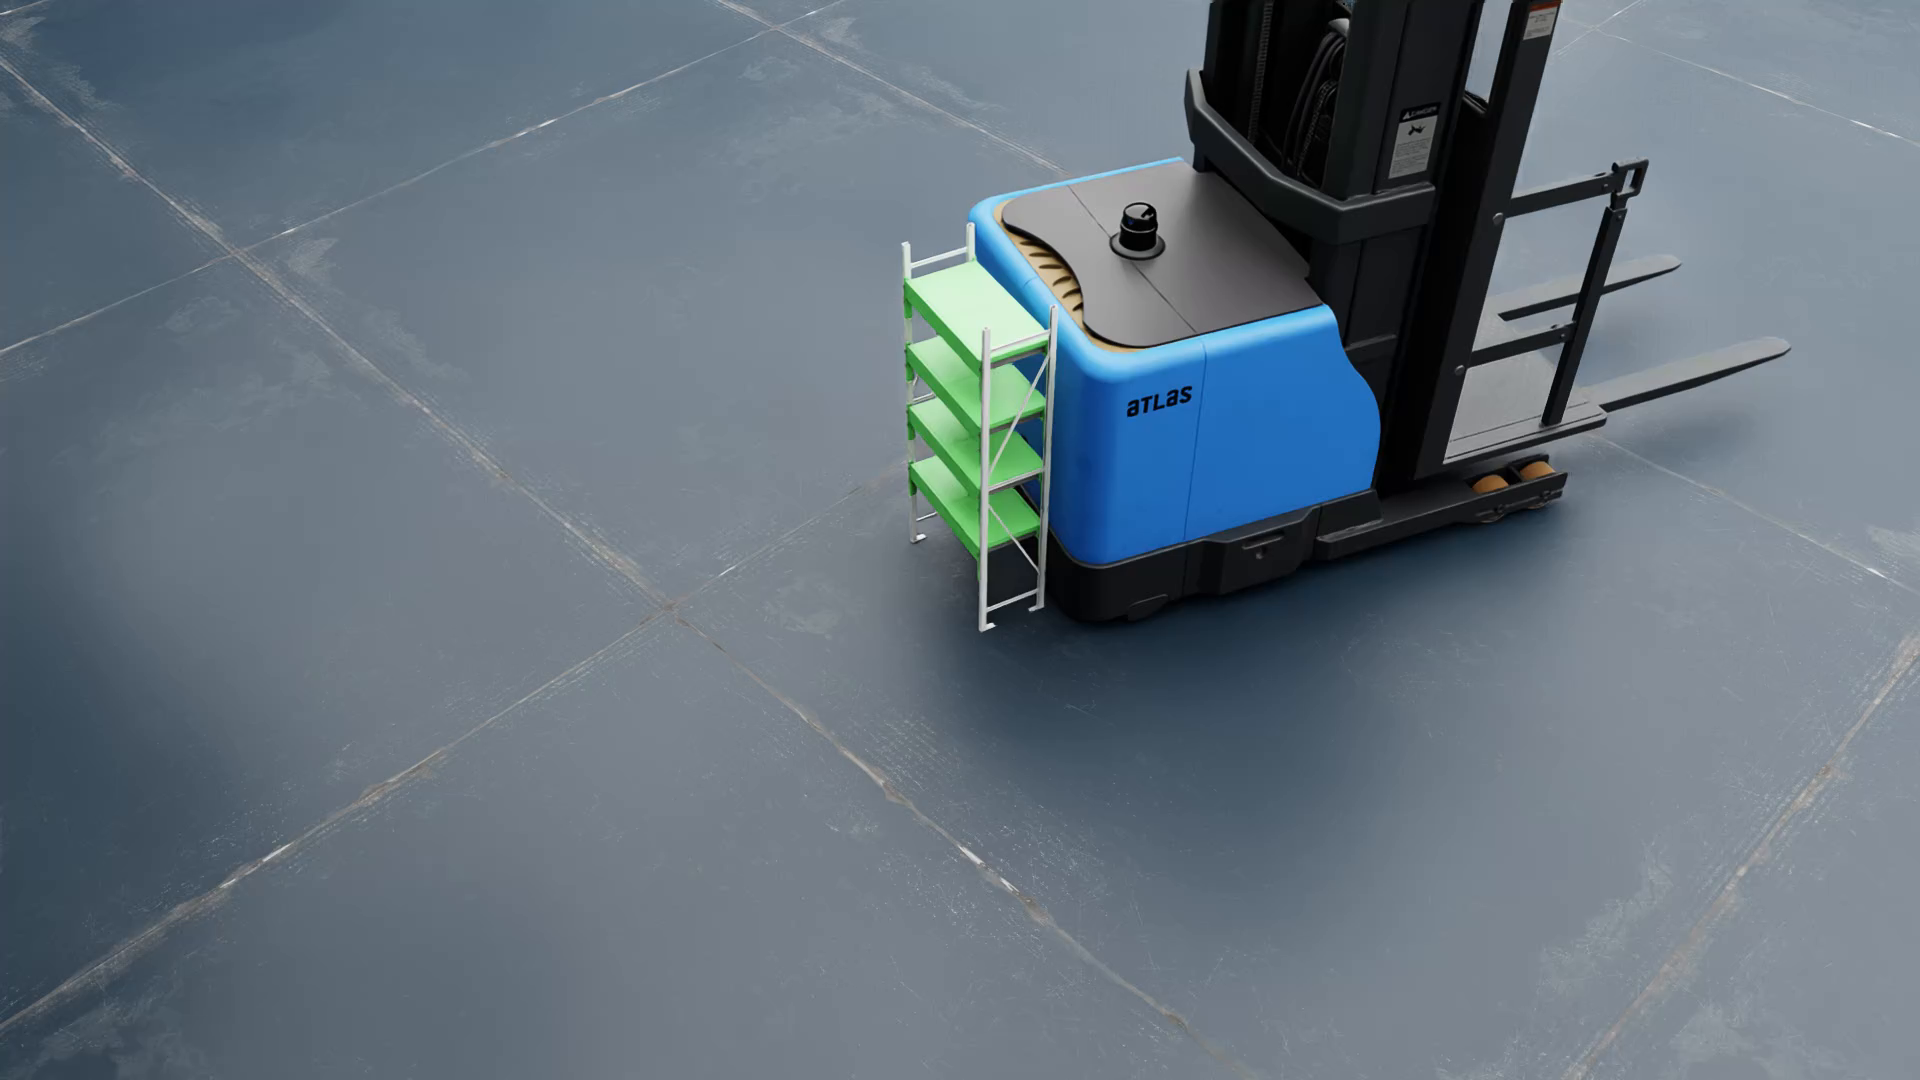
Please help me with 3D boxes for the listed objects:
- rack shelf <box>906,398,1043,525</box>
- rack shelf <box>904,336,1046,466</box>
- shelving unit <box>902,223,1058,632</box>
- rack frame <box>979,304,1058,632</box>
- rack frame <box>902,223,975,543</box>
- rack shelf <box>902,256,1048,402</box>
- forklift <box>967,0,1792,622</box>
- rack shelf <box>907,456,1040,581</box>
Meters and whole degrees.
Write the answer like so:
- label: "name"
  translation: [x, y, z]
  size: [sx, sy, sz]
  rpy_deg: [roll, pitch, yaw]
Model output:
- label: "rack shelf"
  translation: [0.053, -0.281, 5.265]
  size: [0.258, 0.148, 0.480]
  rpy_deg: [-20, 46, -21]
- label: "rack shelf"
  translation: [0.053, -0.458, 5.102]
  size: [0.258, 0.148, 0.480]
  rpy_deg: [-20, 46, -21]
- label: "shelving unit"
  translation: [0.053, -0.328, 5.221]
  size: [0.258, 1.200, 0.503]
  rpy_deg: [-20, 46, -21]
- label: "rack frame"
  translation: [0.169, -0.183, 5.064]
  size: [0.240, 1.200, 0.015]
  rpy_deg: [-20, 46, -21]
- label: "rack frame"
  translation: [-0.064, -0.474, 5.379]
  size: [0.240, 1.200, 0.015]
  rpy_deg: [-20, 46, -21]
- label: "rack shelf"
  translation: [0.053, -0.634, 4.939]
  size: [0.258, 0.148, 0.480]
  rpy_deg: [-20, 46, -21]
- label: "forklift"
  translation: [1.577, -1.455, 5.165]
  size: [3.031, 2.935, 1.130]
  rpy_deg: [-15, 45, -16]
- label: "rack shelf"
  translation: [0.053, -0.105, 5.427]
  size: [0.258, 0.148, 0.480]
  rpy_deg: [-20, 46, -21]
